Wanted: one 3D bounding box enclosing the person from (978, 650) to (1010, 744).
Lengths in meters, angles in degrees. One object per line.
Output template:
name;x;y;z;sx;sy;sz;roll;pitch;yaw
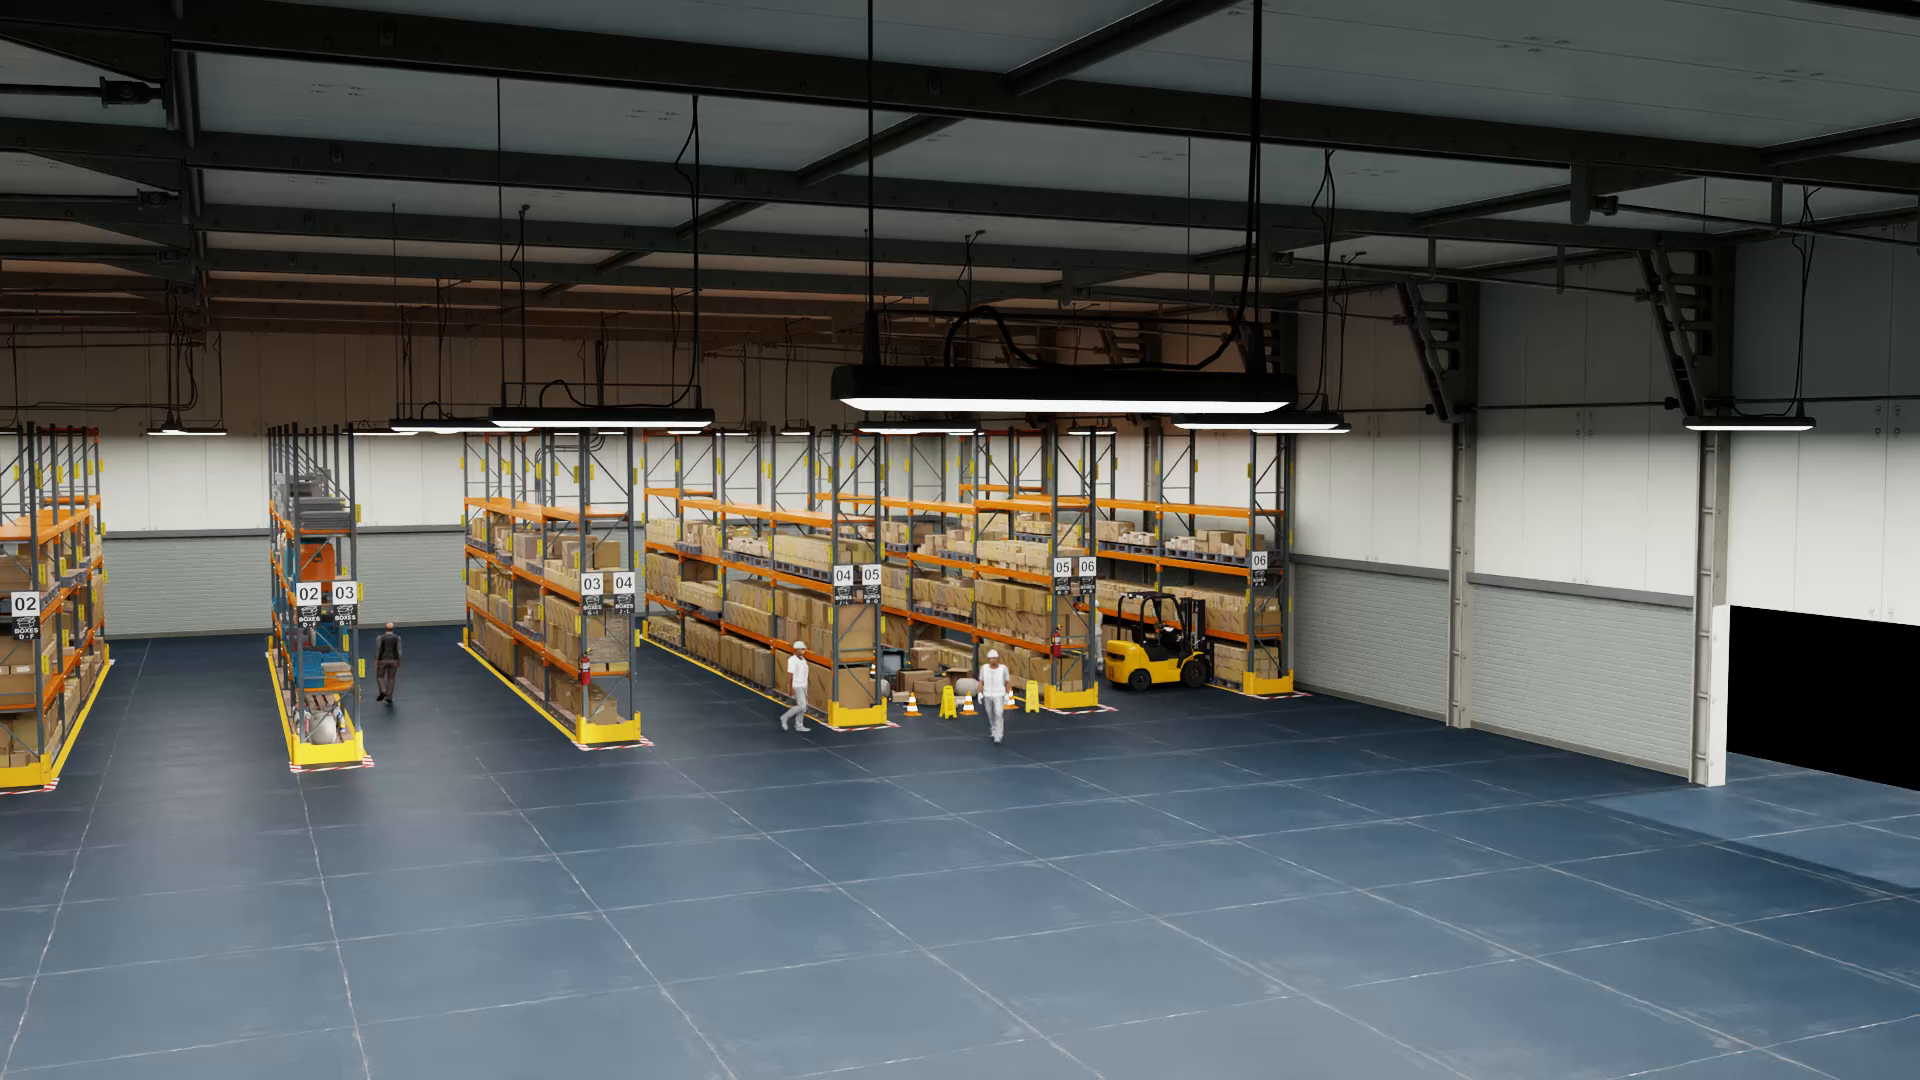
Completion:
person;0.629;2.925;31.265;0.580;1.715;1.089;1;4;20

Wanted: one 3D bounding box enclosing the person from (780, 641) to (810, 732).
person;-3.191;2.848;32.343;0.554;1.754;0.589;1;4;17

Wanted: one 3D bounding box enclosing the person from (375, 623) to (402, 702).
person;-12.386;2.652;36.045;0.565;1.719;0.460;-1;4;-20

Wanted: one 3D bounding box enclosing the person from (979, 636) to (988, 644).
person;0.670;2.223;44.210;0.541;1.636;0.573;-3;5;-42

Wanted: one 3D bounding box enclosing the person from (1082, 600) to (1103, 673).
person;3.294;2.365;40.516;0.543;1.808;0.542;-2;4;-35
